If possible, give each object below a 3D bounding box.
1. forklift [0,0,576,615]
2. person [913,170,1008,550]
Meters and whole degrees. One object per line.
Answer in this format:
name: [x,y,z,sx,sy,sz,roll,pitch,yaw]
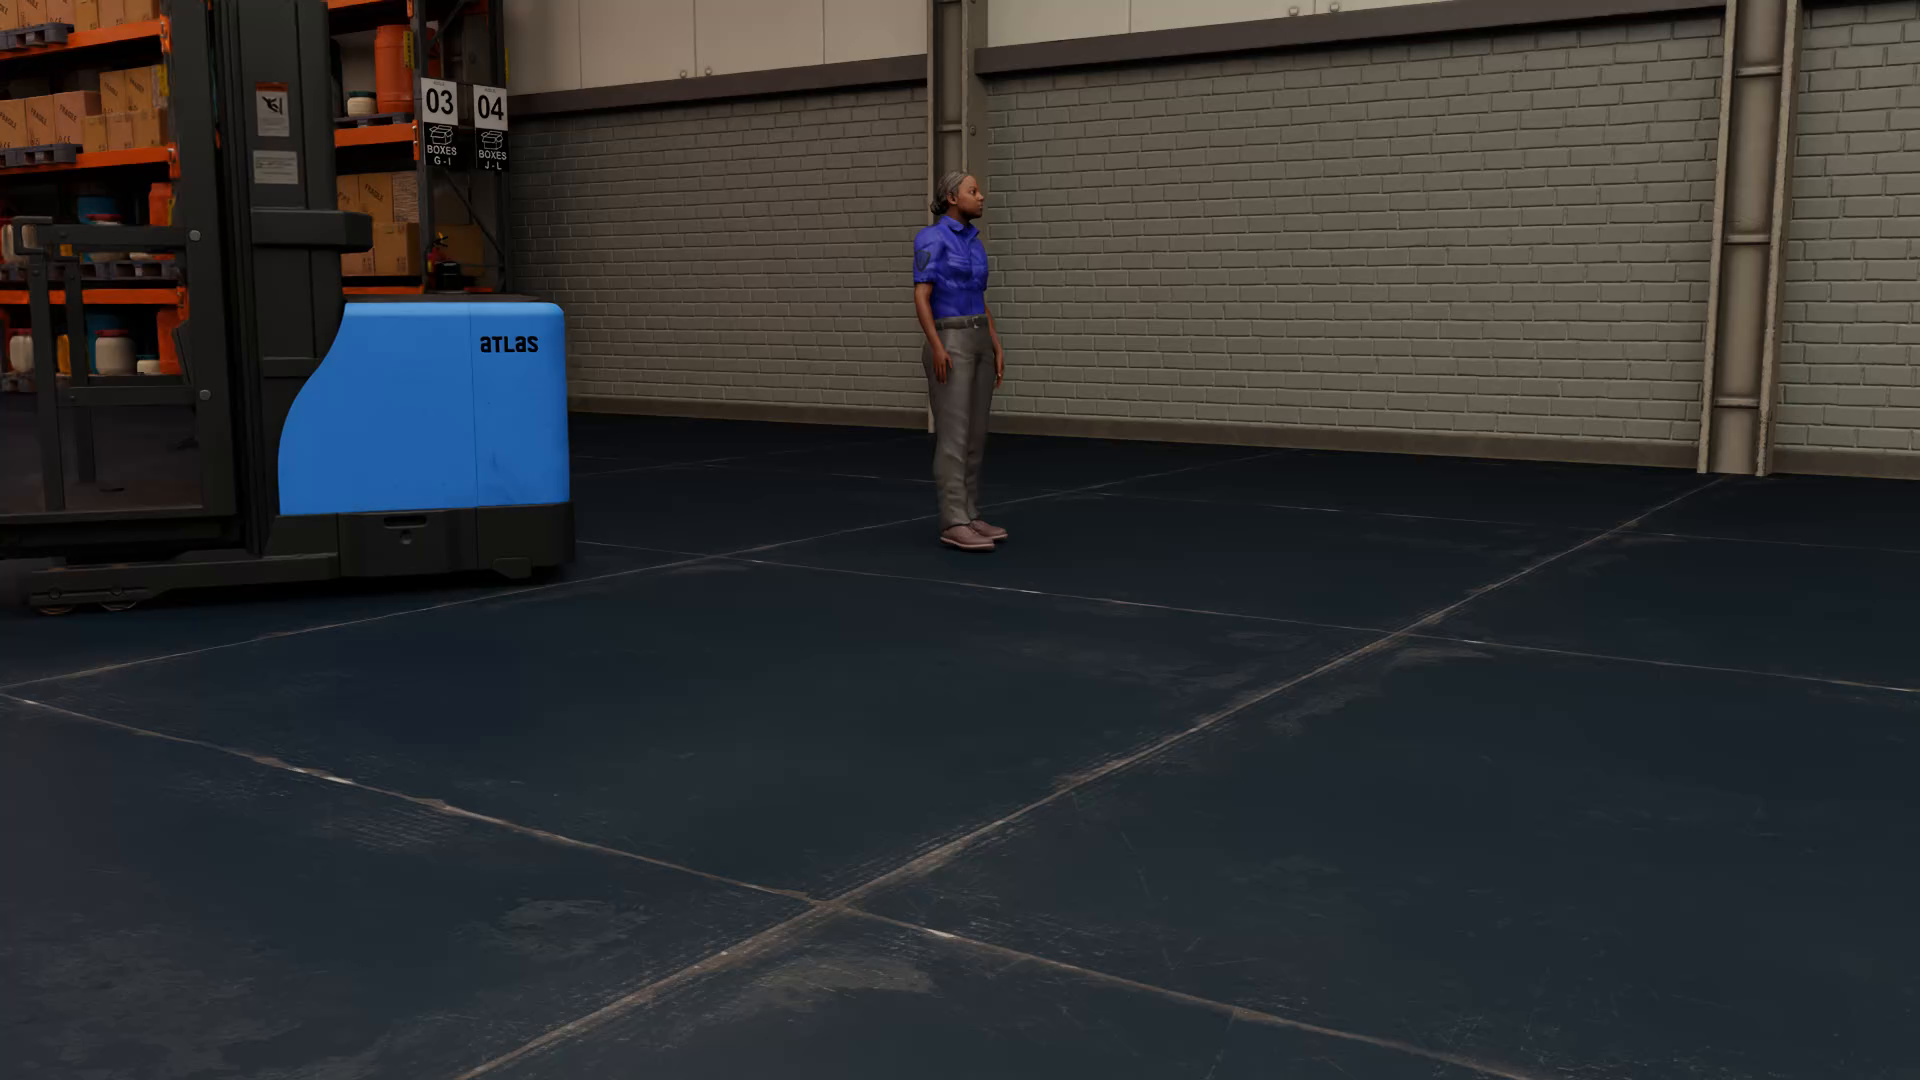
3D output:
forklift: [-3.070,-1.275,6.158,3.031,2.935,1.130,-3,9,-21]
person: [0.062,-0.817,7.422,0.504,1.654,0.570,5,10,34]
